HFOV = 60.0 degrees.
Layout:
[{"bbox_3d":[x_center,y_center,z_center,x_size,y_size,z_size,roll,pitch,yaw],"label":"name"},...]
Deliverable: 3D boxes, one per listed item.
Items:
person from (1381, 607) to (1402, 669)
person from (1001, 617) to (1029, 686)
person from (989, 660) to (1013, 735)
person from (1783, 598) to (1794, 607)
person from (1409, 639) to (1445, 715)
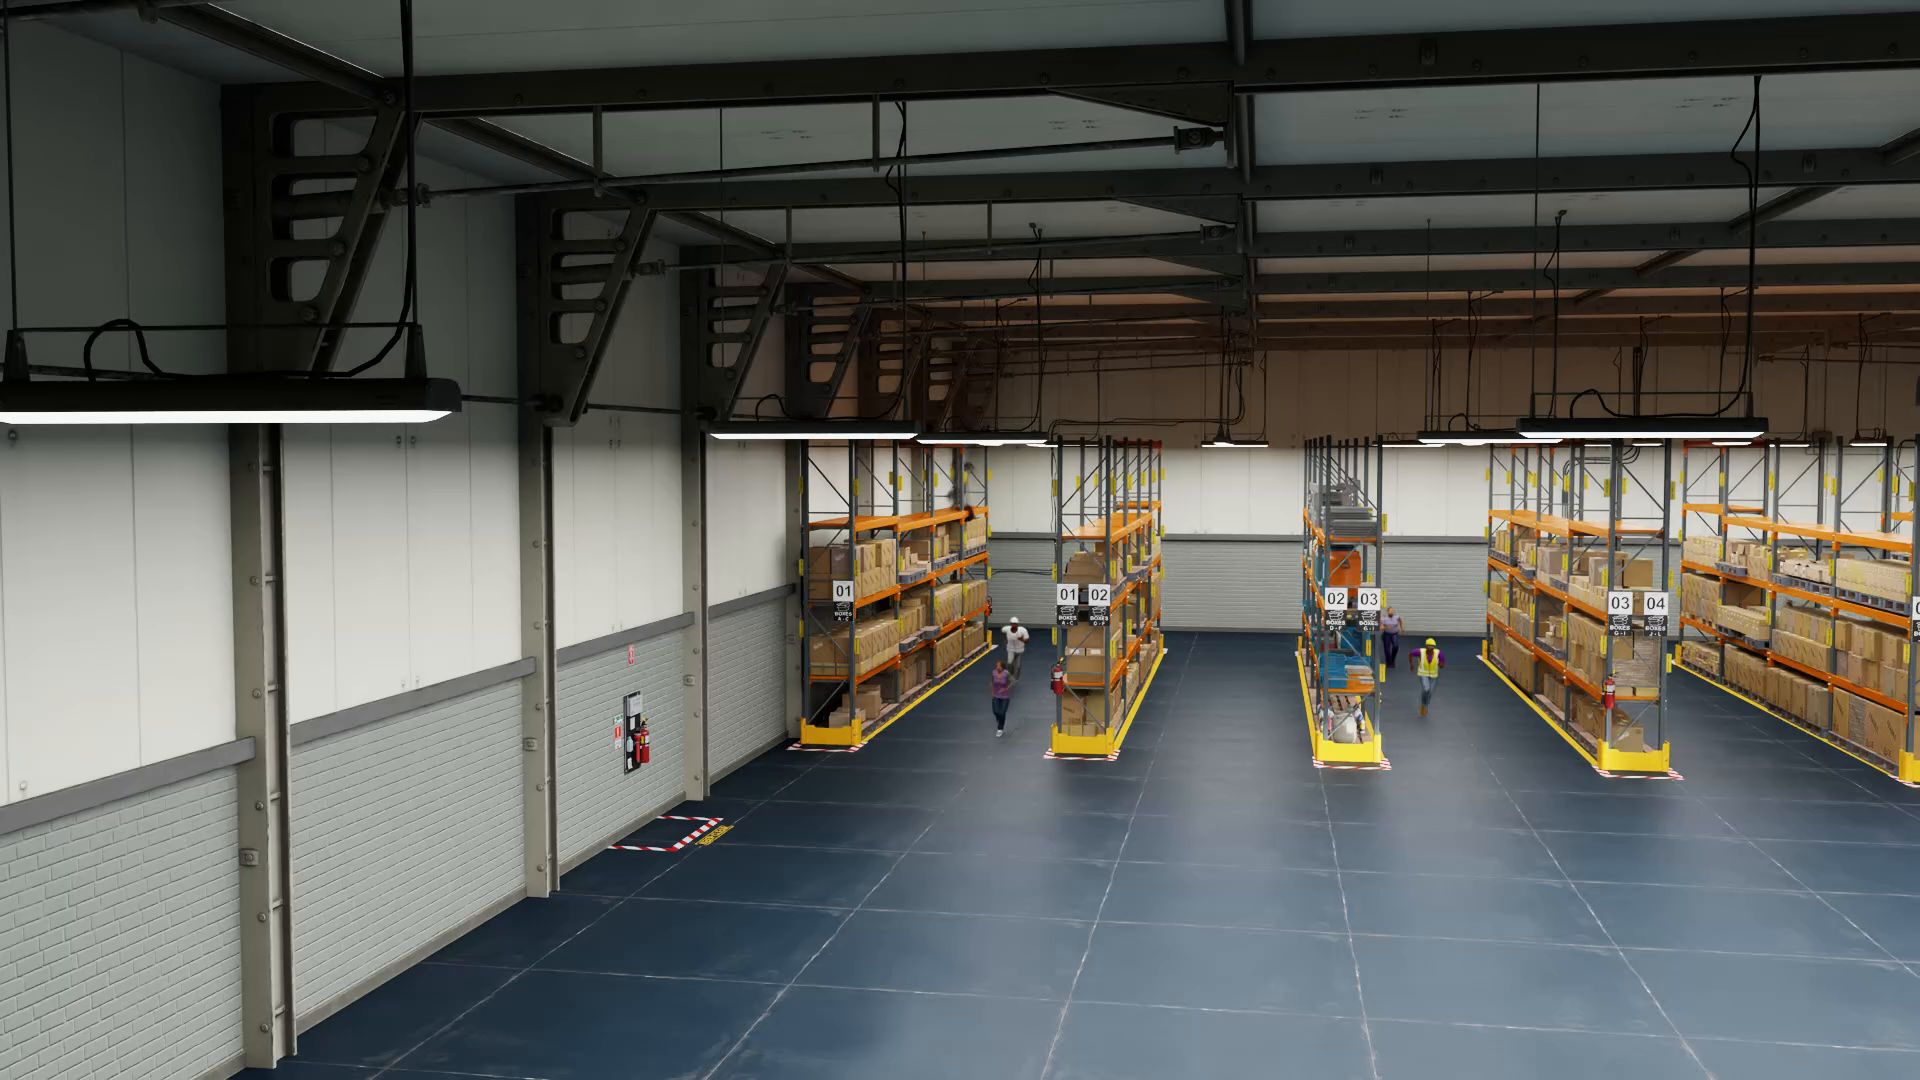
[{"bbox_3d":[11.272,2.554,43.505,0.631,1.636,0.790,0,3,4],"label":"person"},{"bbox_3d":[1.321,2.695,40.011,0.684,1.716,0.918,0,3,4],"label":"person"},{"bbox_3d":[0.812,3.154,33.202,0.511,1.541,0.588,1,3,10],"label":"person"},{"bbox_3d":[22.516,2.430,45.357,0.705,1.728,0.583,0,3,2],"label":"person"},{"bbox_3d":[9.999,2.929,35.584,0.681,1.675,0.885,0,3,-2],"label":"person"}]
